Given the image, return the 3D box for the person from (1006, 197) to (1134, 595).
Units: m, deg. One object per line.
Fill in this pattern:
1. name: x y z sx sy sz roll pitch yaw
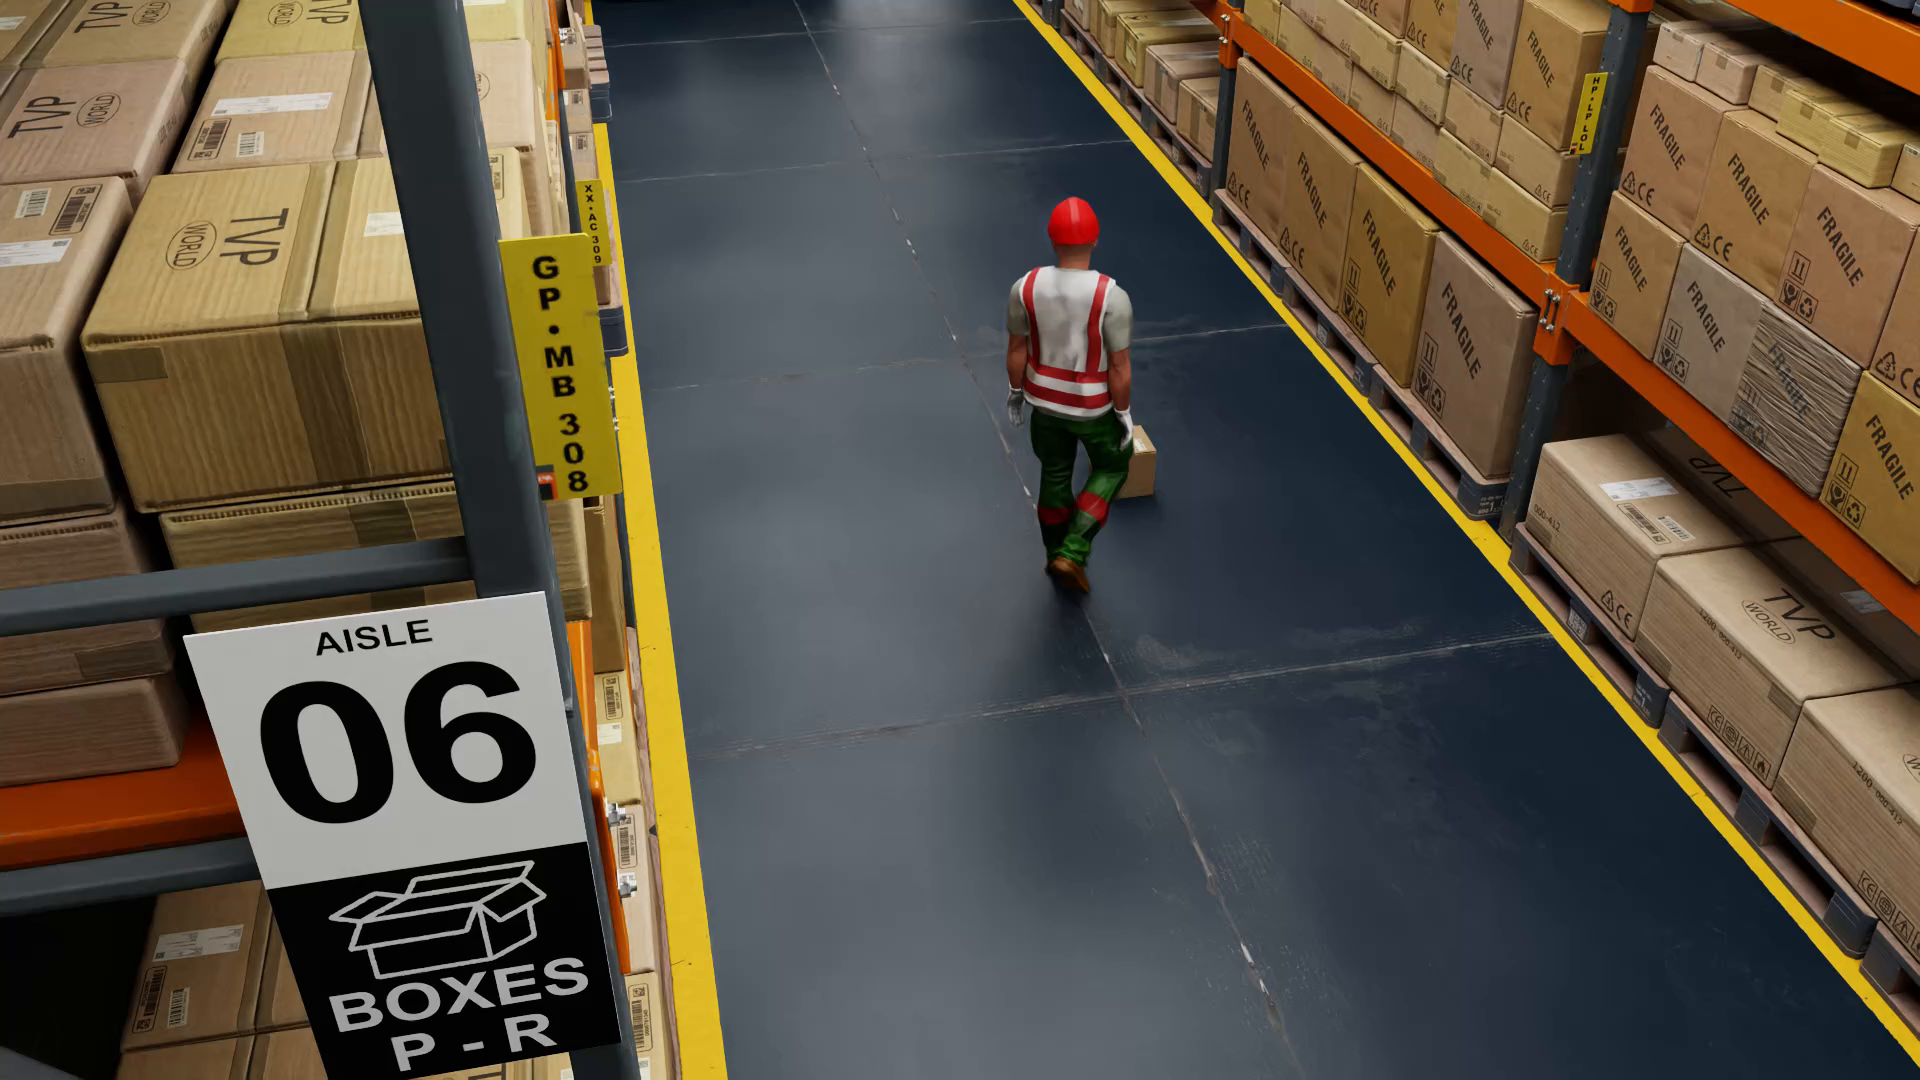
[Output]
1. person: 0.466 -0.577 6.955 0.576 1.785 0.605 14 36 19
